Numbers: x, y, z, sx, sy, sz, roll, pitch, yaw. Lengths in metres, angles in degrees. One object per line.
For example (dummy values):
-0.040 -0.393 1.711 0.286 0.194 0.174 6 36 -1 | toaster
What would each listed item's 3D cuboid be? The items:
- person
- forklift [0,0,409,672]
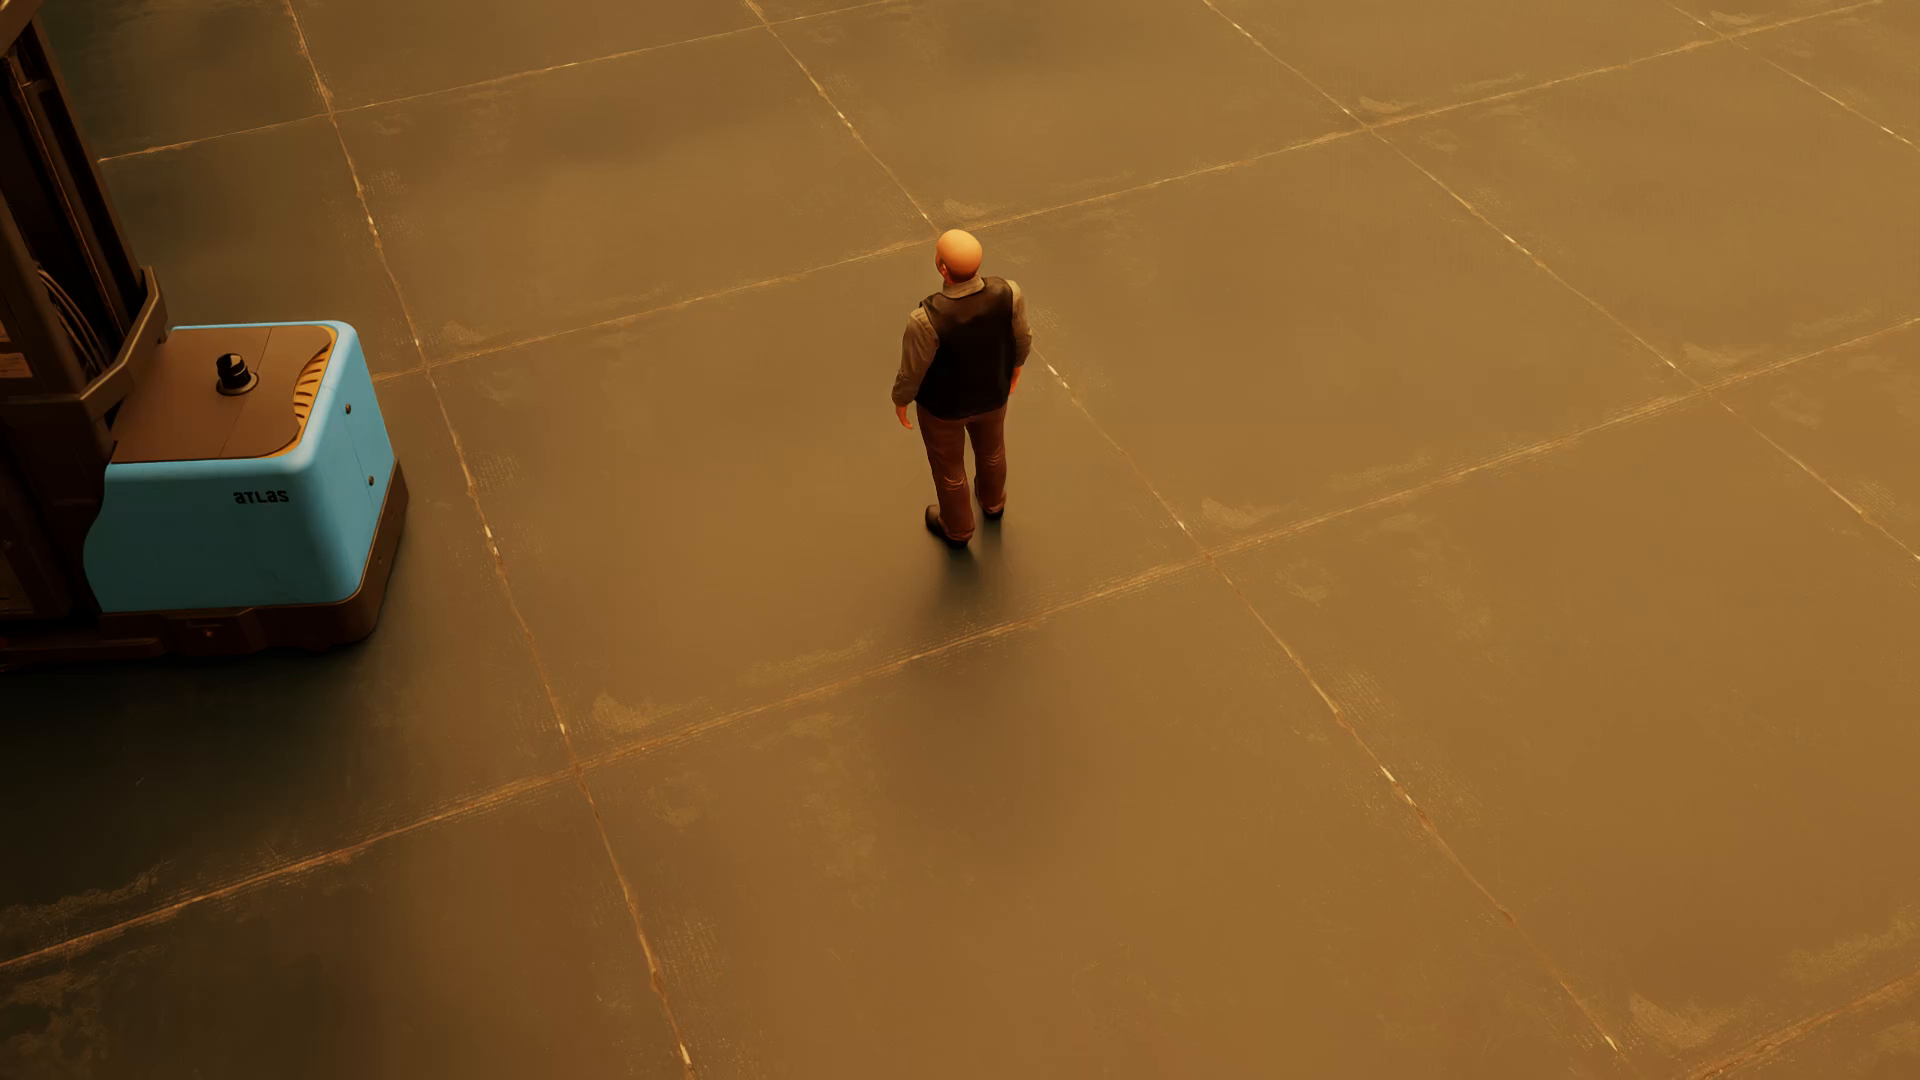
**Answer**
-0.020 -0.675 7.280 0.633 1.722 0.566 -18 46 -18 | person
-4.114 -0.864 6.606 3.031 2.935 1.130 -3 43 -3 | forklift
